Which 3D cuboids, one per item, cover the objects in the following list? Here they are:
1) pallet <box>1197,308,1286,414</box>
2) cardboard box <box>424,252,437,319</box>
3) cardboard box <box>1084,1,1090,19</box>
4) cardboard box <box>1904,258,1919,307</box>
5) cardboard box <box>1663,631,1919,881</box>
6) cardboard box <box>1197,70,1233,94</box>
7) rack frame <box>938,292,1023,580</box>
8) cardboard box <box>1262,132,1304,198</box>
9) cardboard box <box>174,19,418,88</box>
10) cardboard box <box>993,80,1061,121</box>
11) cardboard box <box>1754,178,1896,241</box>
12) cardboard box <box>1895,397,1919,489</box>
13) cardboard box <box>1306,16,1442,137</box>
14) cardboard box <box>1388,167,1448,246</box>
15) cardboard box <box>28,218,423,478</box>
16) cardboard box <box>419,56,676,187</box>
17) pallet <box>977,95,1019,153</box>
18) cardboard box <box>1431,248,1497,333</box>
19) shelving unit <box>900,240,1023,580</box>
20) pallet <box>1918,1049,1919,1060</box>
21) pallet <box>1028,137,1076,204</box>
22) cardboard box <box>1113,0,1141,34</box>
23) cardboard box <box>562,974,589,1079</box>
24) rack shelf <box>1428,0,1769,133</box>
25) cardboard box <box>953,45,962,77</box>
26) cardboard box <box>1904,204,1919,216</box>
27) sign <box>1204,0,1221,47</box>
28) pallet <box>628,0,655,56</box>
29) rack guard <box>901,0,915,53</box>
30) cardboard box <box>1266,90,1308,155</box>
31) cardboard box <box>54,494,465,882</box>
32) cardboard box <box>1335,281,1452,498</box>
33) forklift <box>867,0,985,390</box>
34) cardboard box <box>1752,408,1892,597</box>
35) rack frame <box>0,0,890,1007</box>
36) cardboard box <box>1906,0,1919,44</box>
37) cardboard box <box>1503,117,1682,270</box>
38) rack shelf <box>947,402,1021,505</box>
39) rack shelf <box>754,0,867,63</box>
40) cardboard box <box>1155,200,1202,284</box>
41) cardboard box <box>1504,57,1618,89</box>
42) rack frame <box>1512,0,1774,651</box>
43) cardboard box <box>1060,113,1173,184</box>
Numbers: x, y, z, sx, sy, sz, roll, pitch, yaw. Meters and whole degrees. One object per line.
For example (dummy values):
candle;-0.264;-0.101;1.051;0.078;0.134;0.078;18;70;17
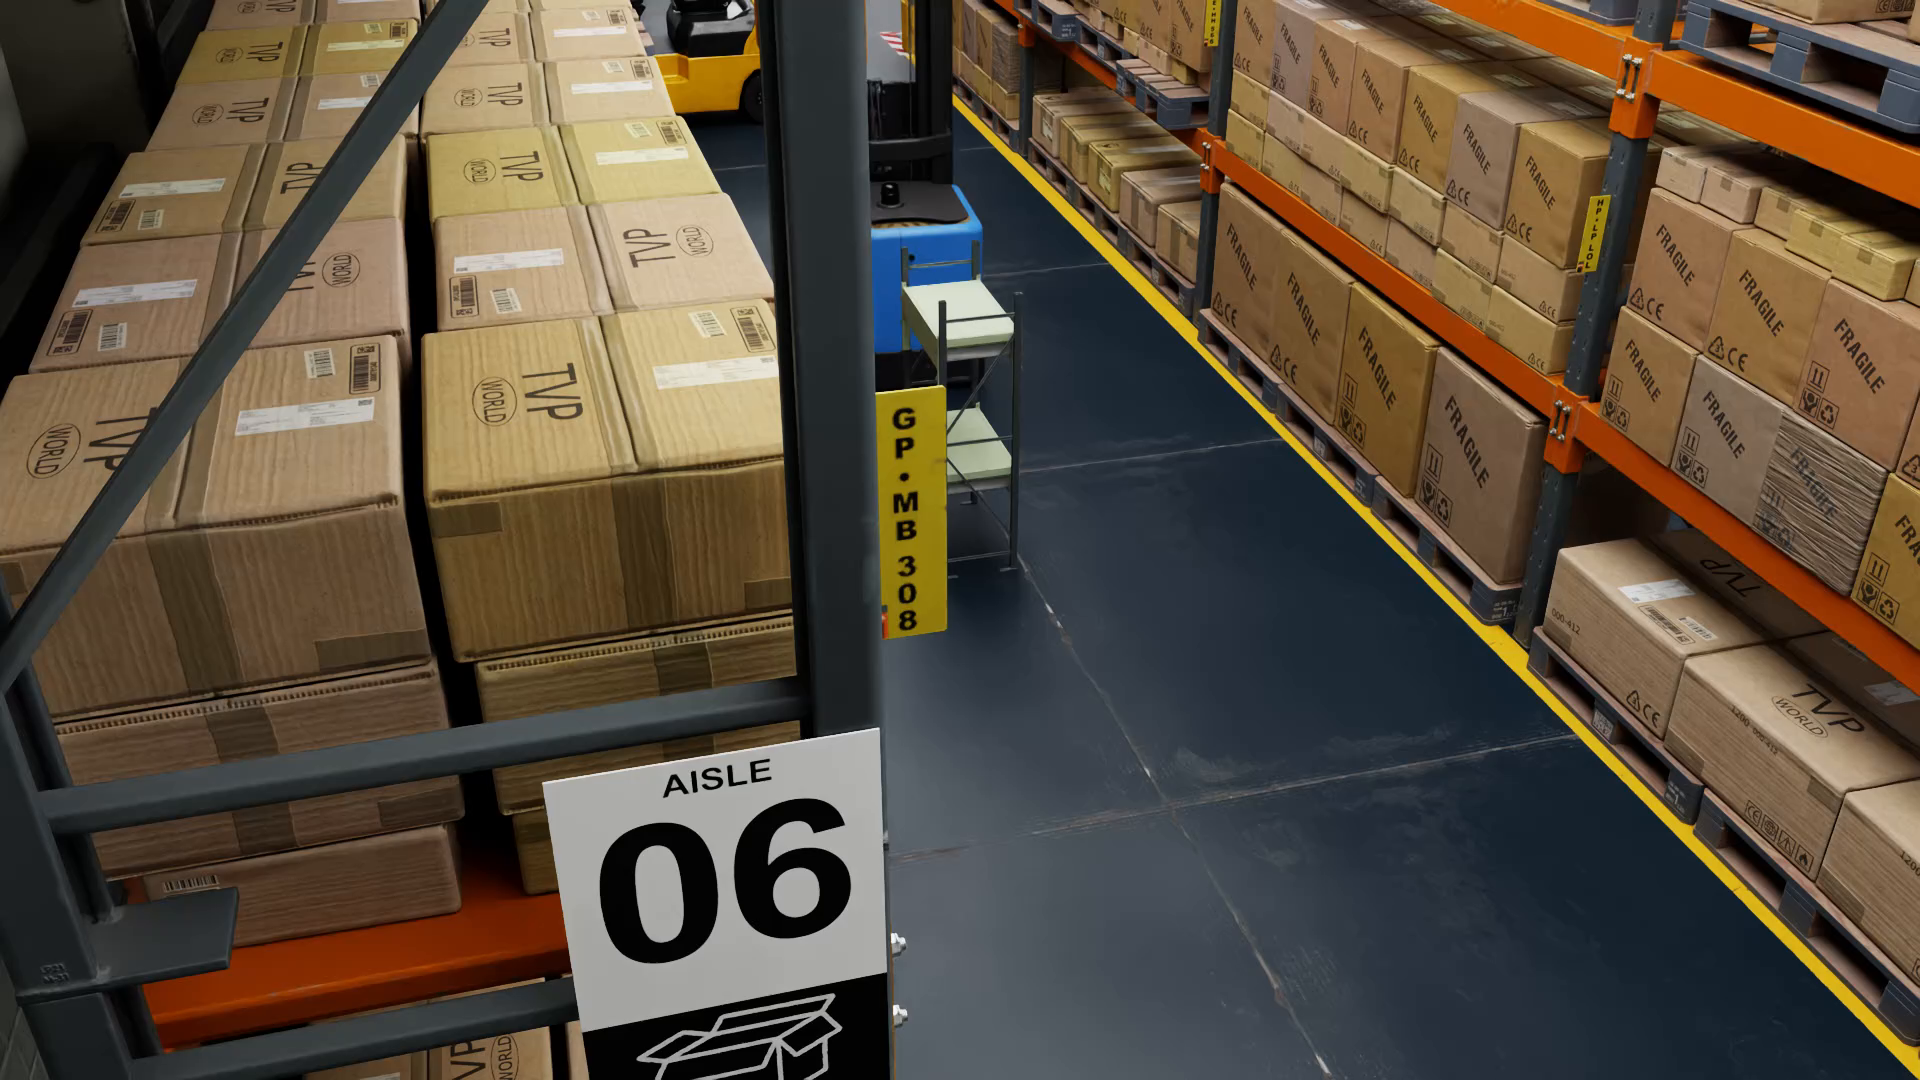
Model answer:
pallet;2.210;-1.205;10.621;1.003;0.211;1.213;-8;31;-13
cardboard box;-1.384;-0.555;3.572;0.500;0.250;0.500;-7;31;-12
cardboard box;1.153;-4.000;12.499;0.380;0.149;0.250;-8;31;-13
cardboard box;3.356;-0.830;5.444;0.380;0.149;0.250;-8;31;-13
cardboard box;3.437;0.807;6.501;0.875;0.438;0.875;-9;31;-15
cardboard box;1.760;-3.002;10.774;0.380;0.149;0.250;-7;31;-11
rack frame;0.095;-0.476;8.074;0.400;1.500;0.023;-8;31;-13
cardboard box;2.114;-2.222;9.744;0.500;0.250;0.500;-9;31;-15
cardboard box;-1.505;-1.017;3.872;0.500;0.250;0.500;-8;31;-14
cardboard box;0.596;-3.976;14.950;0.500;0.250;0.500;-6;31;-11
cardboard box;3.161;-1.201;6.085;0.380;0.149;0.250;-8;31;-14
cardboard box;3.413;-0.347;5.257;0.500;0.500;0.500;-8;31;-14
cardboard box;2.232;-2.517;9.007;0.500;0.500;0.500;-7;31;-12
cardboard box;2.501;-1.692;8.330;0.500;0.250;0.500;-7;31;-12
cardboard box;-1.112;-0.284;2.606;0.500;0.250;0.500;-9;31;-15
cardboard box;-0.872;-0.837;3.561;0.500;0.250;0.500;-7;31;-12
pallet;0.800;-3.847;15.186;1.003;0.211;1.213;-8;31;-13
cardboard box;2.639;-1.235;8.039;0.500;0.250;0.500;-8;31;-14
shelving unit;-0.002;-0.652;8.380;0.431;1.500;0.755;-8;31;-13
pallet;3.910;1.893;5.270;1.003;0.211;1.213;-8;31;-13
pallet;1.220;-3.152;13.984;1.003;0.211;1.213;-8;31;-13
cardboard box;1.402;-3.831;11.558;0.500;0.500;0.500;-10;32;-17
cardboard box;-0.582;1.161;3.603;0.500;0.250;0.500;-8;31;-13
rack shelf;2.605;-2.823;8.357;1.077;0.370;4.000;-8;31;-13
cardboard box;0.183;-4.722;16.240;0.500;0.250;0.500;-6;31;-10
cardboard box;3.631;-1.137;5.975;0.380;0.149;0.250;-8;31;-14
sign;1.553;-3.192;10.194;0.100;0.325;0.005;-8;31;-13
pallet;-1.755;-1.750;5.972;1.213;0.211;1.003;-8;31;-13
rack guard;-0.029;-5.548;17.835;1.175;0.500;0.348;-8;31;-13
cardboard box;2.106;-2.426;9.598;0.500;0.250;0.500;-7;31;-12
cardboard box;-0.968;0.183;2.299;0.500;0.250;0.500;-8;31;-14
cardboard box;2.647;-0.857;8.937;0.875;0.875;0.875;-7;31;-12
forklift;8.628;-2.622;10.149;19.036;3.140;7.993;-6;31;-10
cardboard box;3.263;-0.168;5.945;0.500;0.500;0.500;-8;31;-13
rack frame;-0.587;-0.873;1.276;1.000;3.000;0.127;-8;31;-13
cardboard box;3.524;-1.791;5.234;0.797;0.503;0.637;-5;31;-9
cardboard box;2.775;-1.529;7.299;0.500;0.500;0.500;-7;31;-12
rack shelf;-0.002;-0.370;8.543;0.431;0.370;0.720;-8;31;-13
rack shelf;-1.118;-1.526;3.125;1.077;0.370;4.000;-8;31;-13
cardboard box;1.933;-2.121;11.624;0.950;0.372;0.625;-10;32;-17
cardboard box;3.003;-2.082;8.254;0.500;0.500;0.500;-9;31;-15
rack frame;3.135;-0.870;7.259;1.000;3.000;0.127;-8;31;-13
cardboard box;1.348;-3.179;13.452;0.950;0.372;0.625;-6;31;-10
